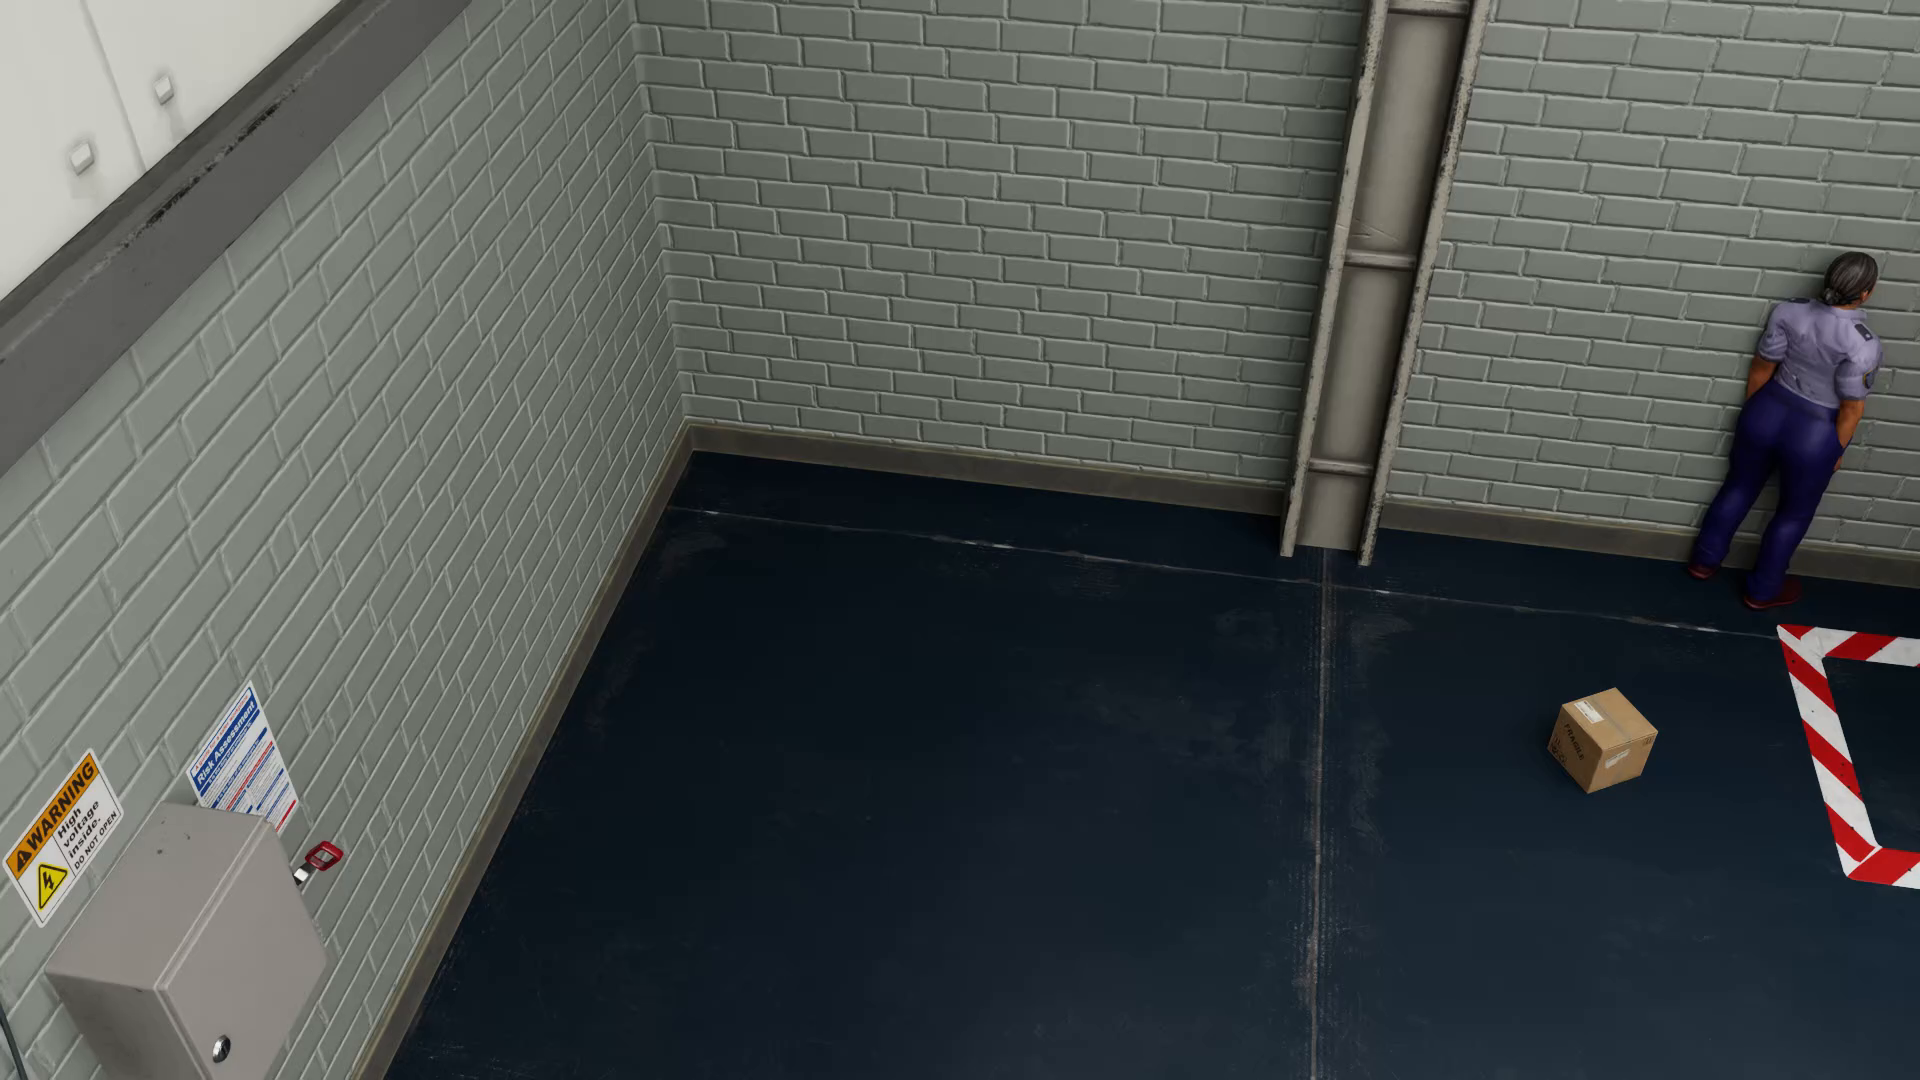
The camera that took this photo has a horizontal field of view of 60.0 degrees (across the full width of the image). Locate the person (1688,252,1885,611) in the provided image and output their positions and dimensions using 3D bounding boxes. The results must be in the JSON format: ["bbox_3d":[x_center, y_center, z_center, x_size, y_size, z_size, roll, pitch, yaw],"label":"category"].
[{"bbox_3d":[3.361,-0.440,6.681,0.364,1.651,0.473,-27,47,-27],"label":"person"}]
